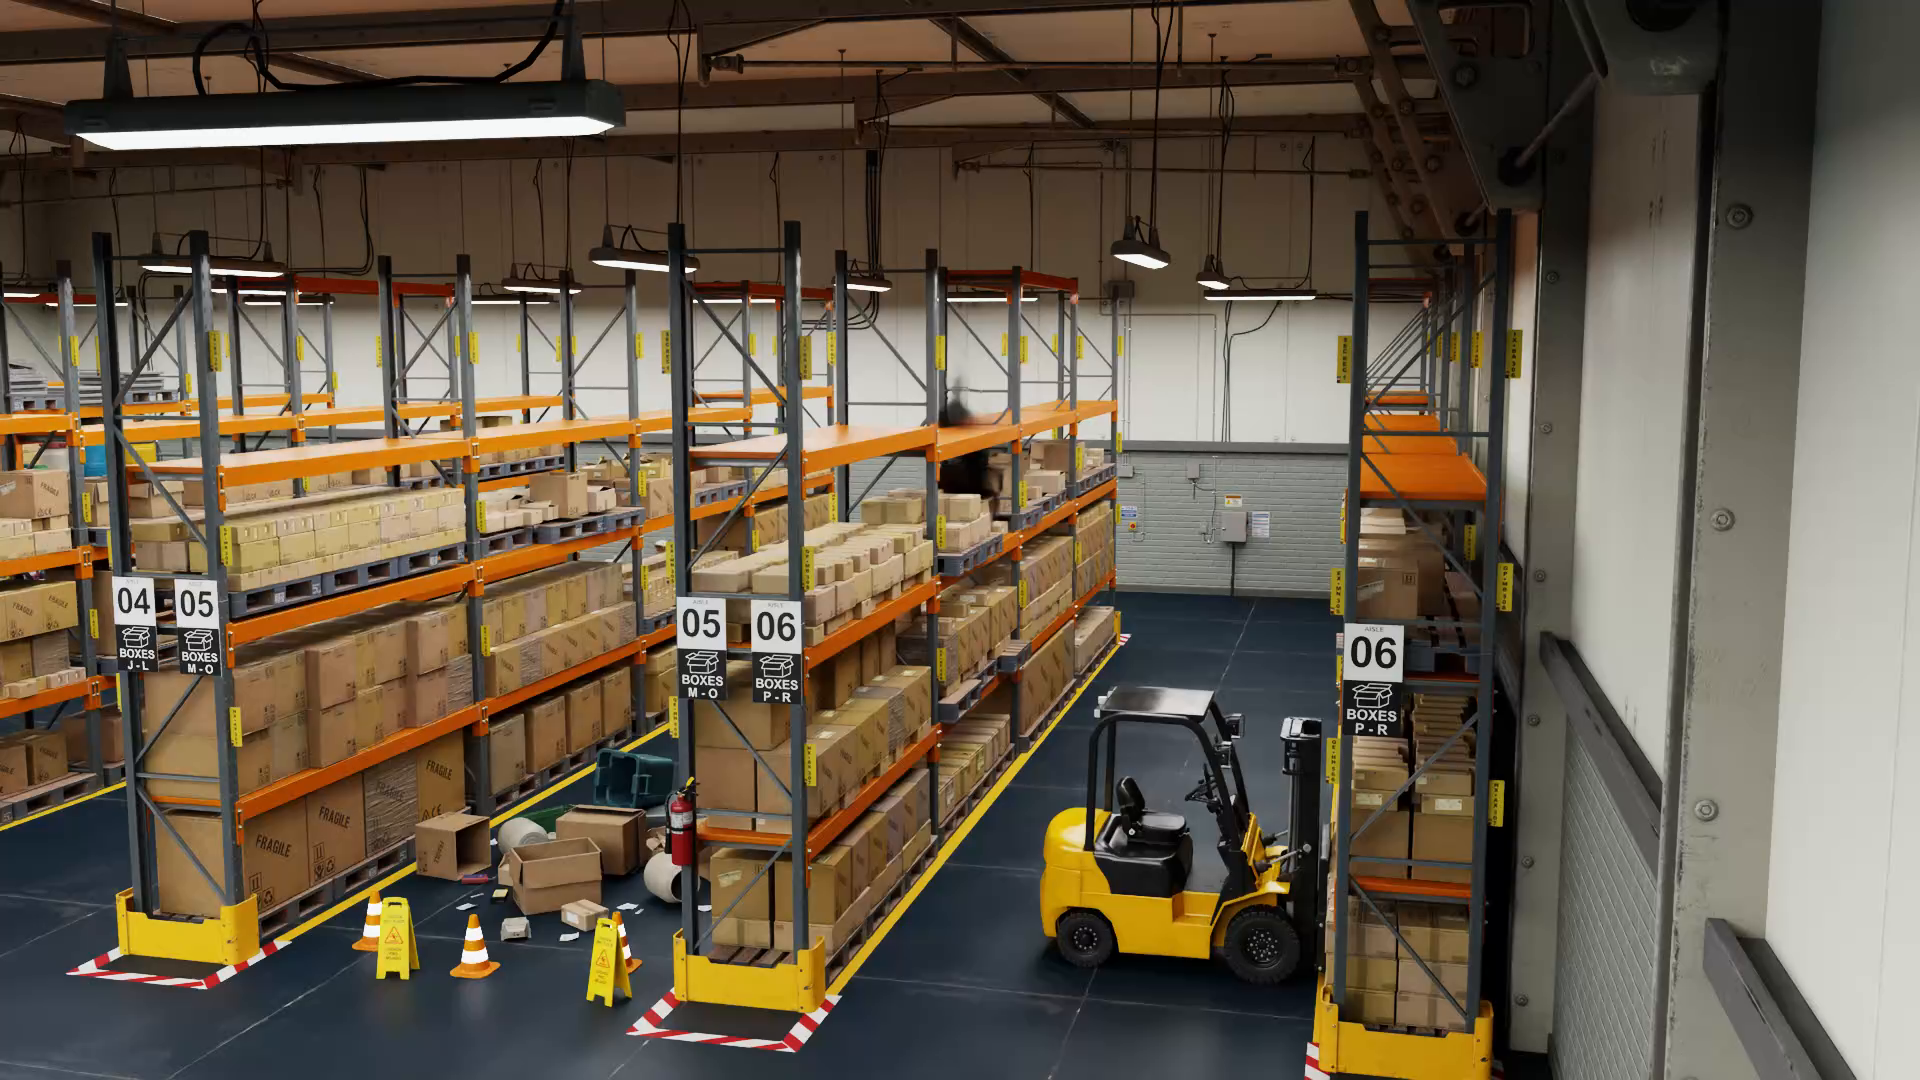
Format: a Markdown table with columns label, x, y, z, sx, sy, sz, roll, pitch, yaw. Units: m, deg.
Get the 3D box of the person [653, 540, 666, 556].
| label | x | y | z | sx | sy | sz | roll | pitch | yaw |
| --- | --- | --- | --- | --- | --- | --- | --- | --- | --- |
| person | -4.944 | 0.898 | 27.855 | 0.660 | 1.827 | 0.761 | 2 | 7 | 19 |
